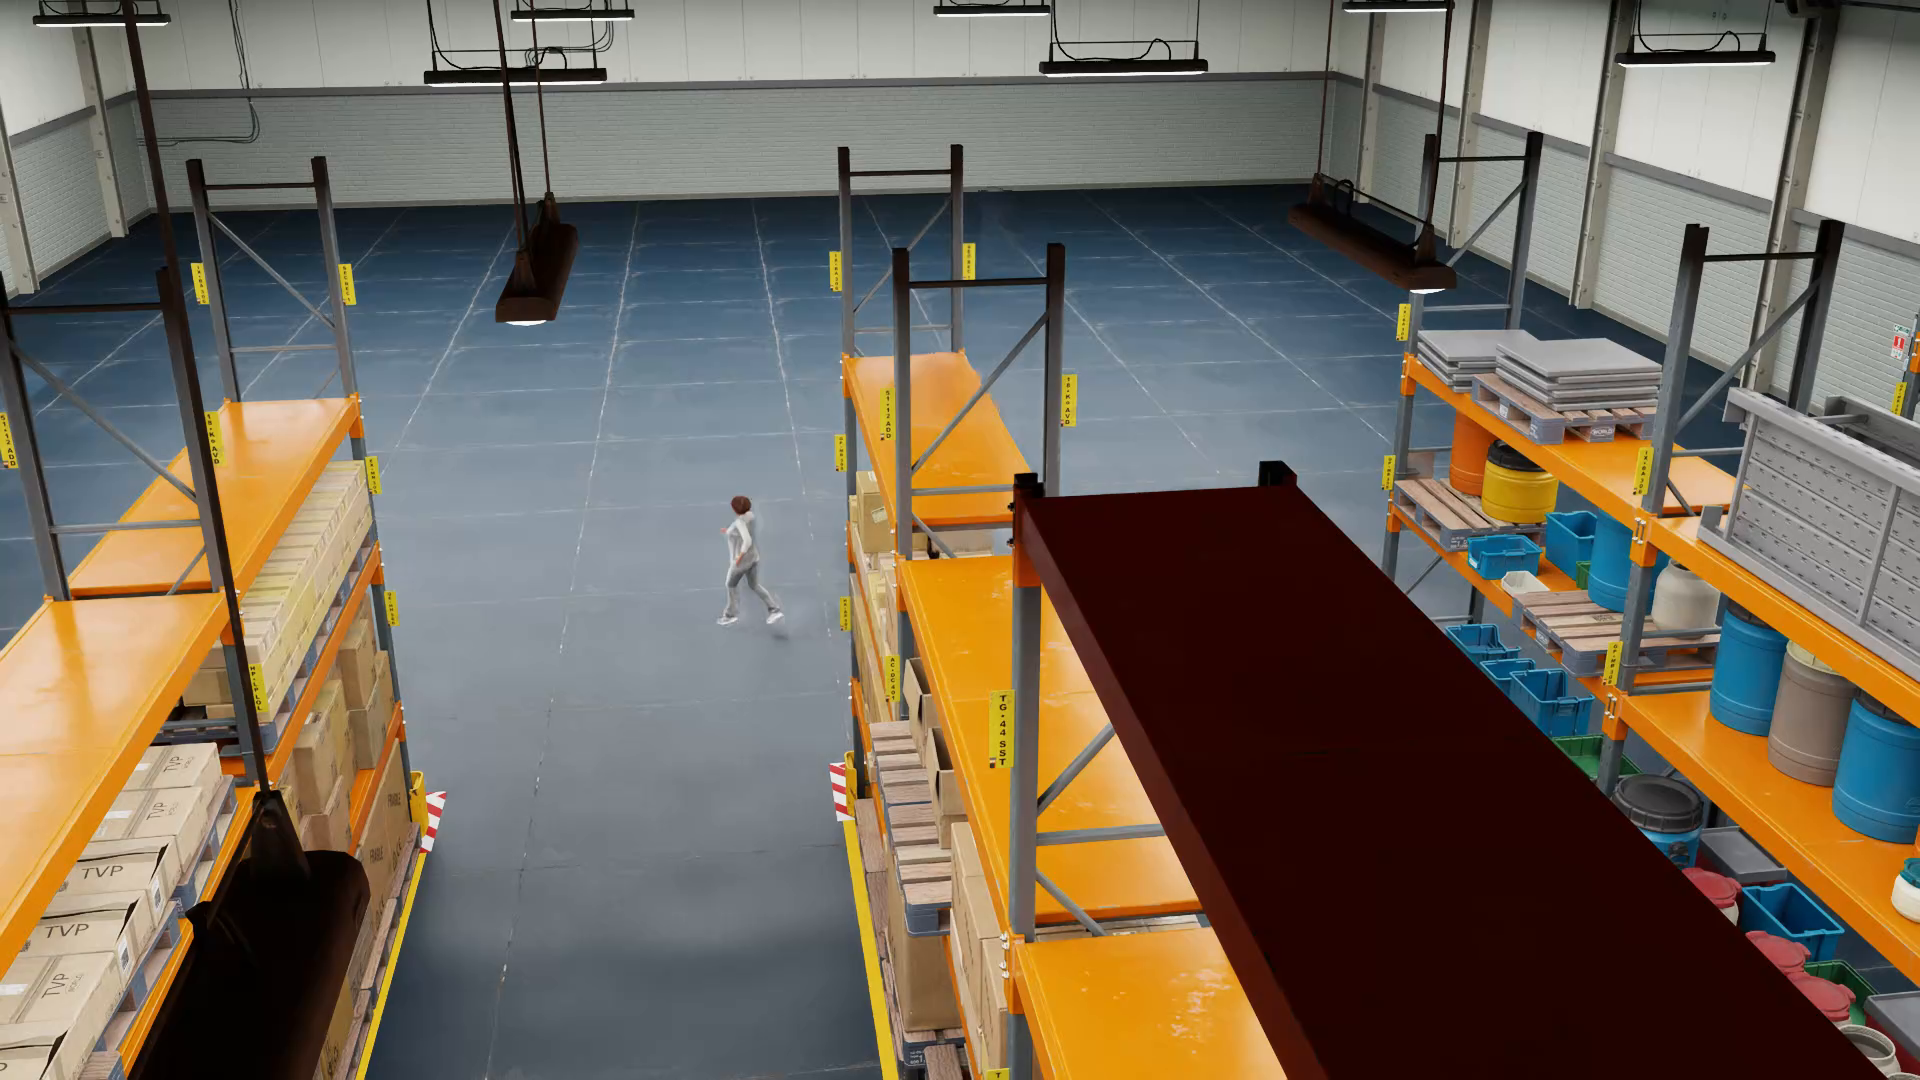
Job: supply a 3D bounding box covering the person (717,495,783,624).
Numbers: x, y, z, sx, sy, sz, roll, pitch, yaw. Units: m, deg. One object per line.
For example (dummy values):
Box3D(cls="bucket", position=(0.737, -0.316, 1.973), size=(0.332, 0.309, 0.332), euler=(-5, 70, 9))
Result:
Box3D(cls="person", position=(-2.410, 0.257, 18.785), size=(0.829, 1.595, 0.575), euler=(9, 23, 21))
